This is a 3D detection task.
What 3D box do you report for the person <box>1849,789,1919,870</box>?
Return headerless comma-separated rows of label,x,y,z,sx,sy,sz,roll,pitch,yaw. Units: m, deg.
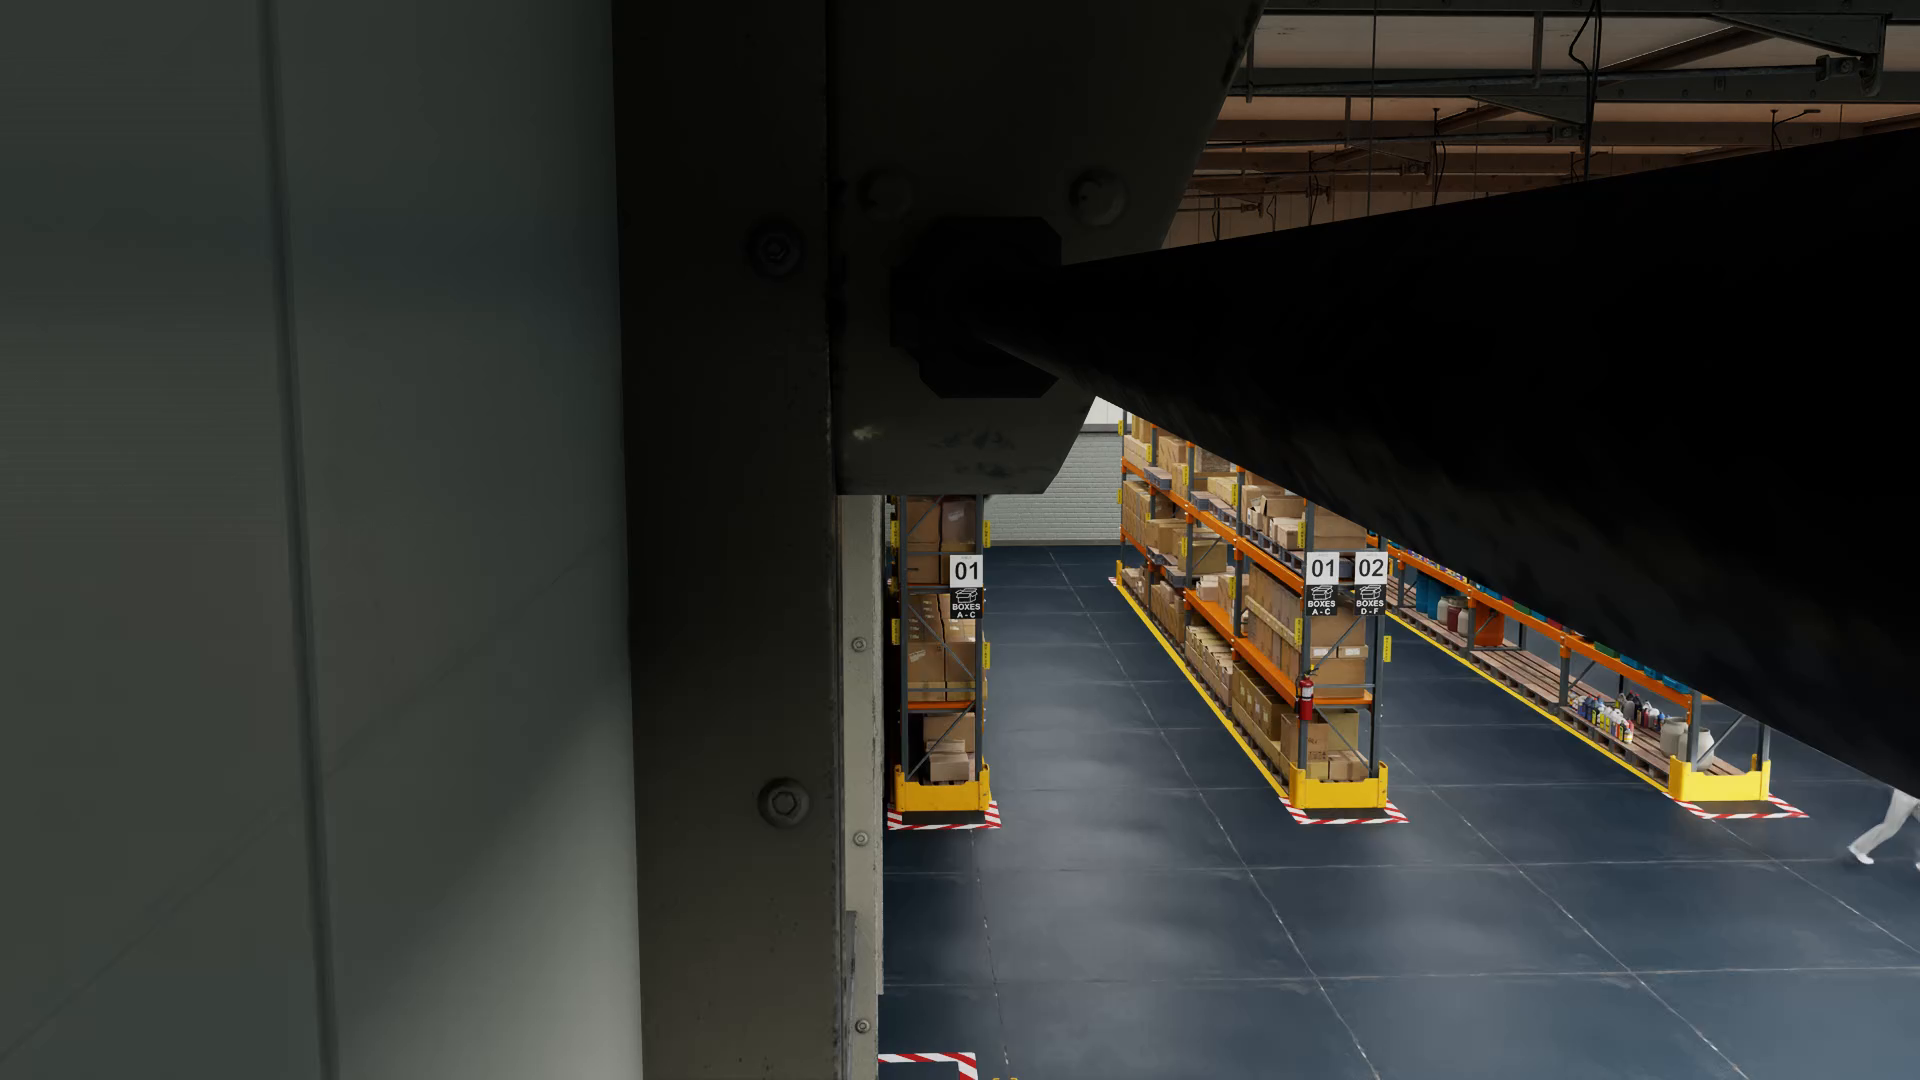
person,10.329,2.911,18.241,0.953,1.605,0.606,6,10,36
